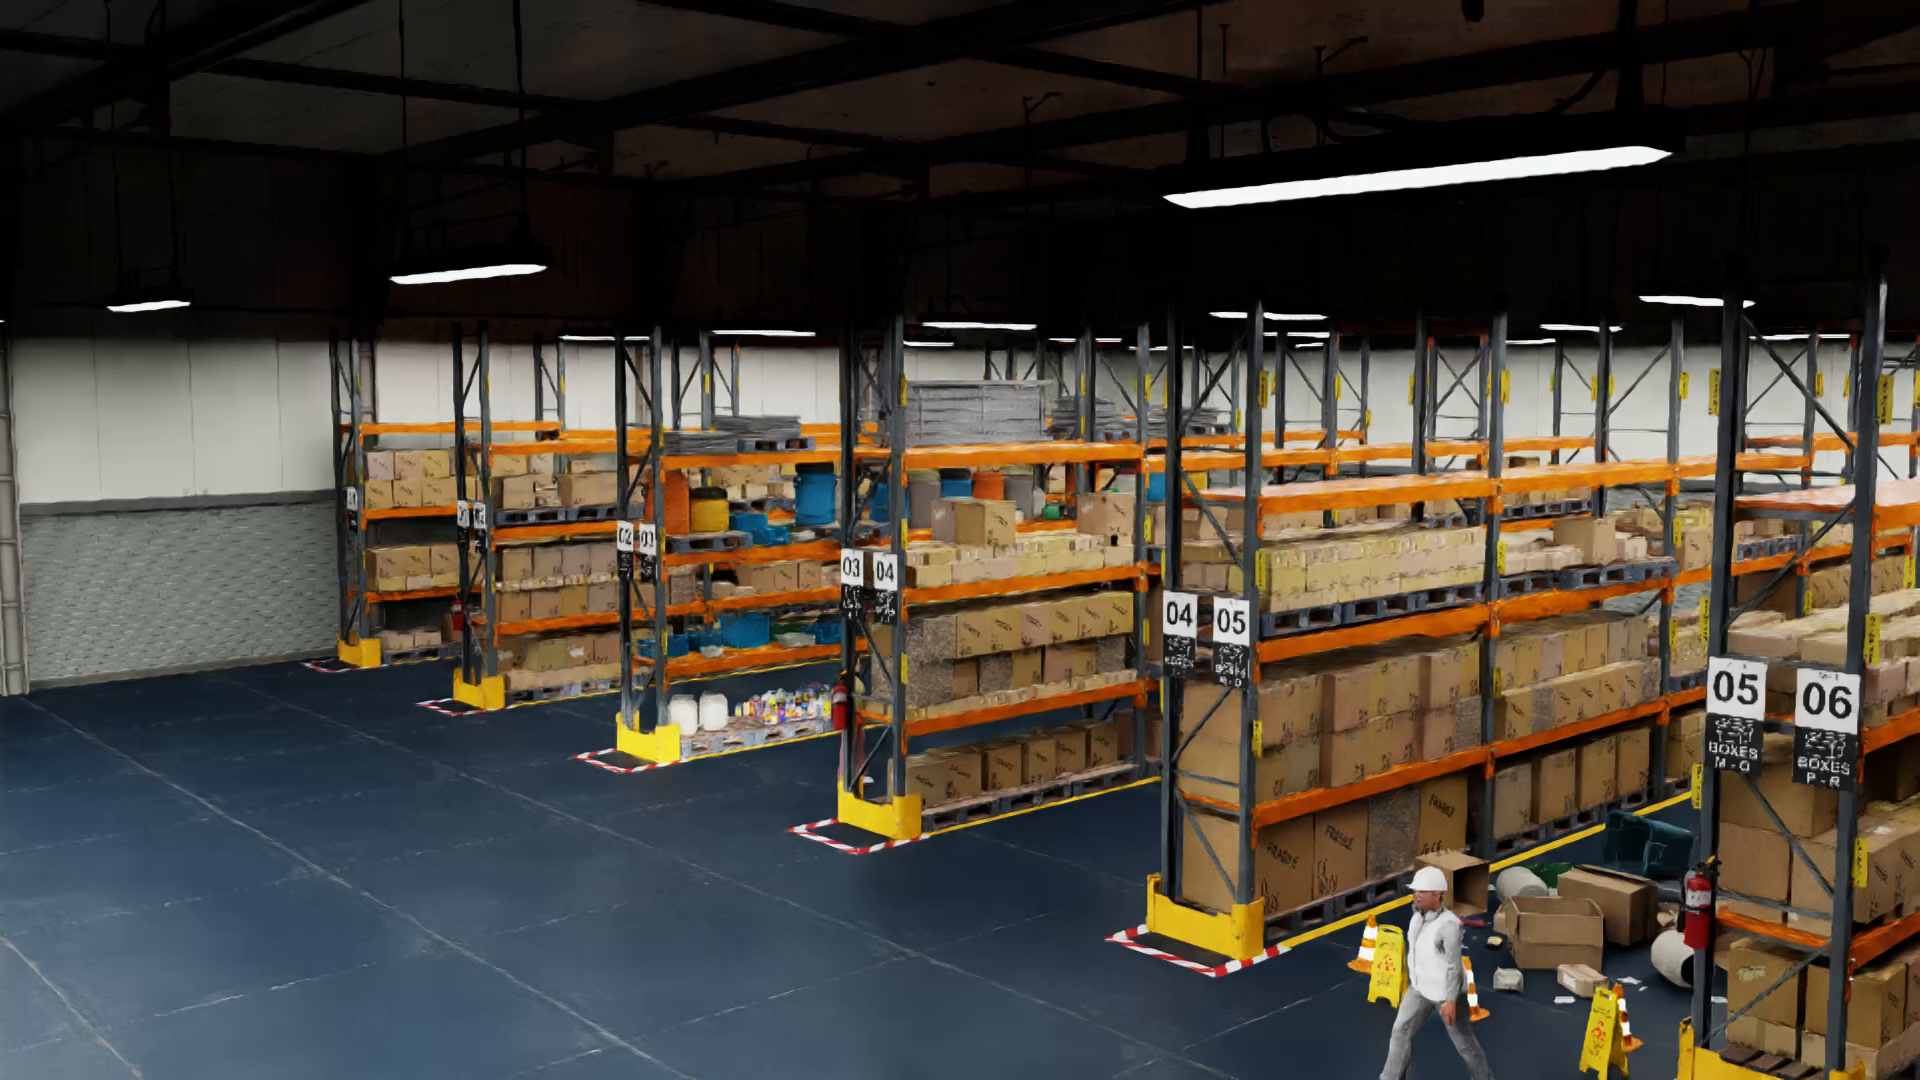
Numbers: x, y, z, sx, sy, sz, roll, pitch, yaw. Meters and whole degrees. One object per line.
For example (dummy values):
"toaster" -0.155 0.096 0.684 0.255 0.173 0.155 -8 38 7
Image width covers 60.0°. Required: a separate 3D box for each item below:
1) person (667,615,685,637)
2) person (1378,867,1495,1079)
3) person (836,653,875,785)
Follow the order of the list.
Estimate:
"person" -5.522 1.316 31.330 1.037 1.477 0.419 -5 8 -43
"person" 3.346 3.153 11.735 0.953 1.732 0.577 -2 6 -18
"person" -1.310 2.256 20.900 0.440 1.675 0.498 2 6 16
